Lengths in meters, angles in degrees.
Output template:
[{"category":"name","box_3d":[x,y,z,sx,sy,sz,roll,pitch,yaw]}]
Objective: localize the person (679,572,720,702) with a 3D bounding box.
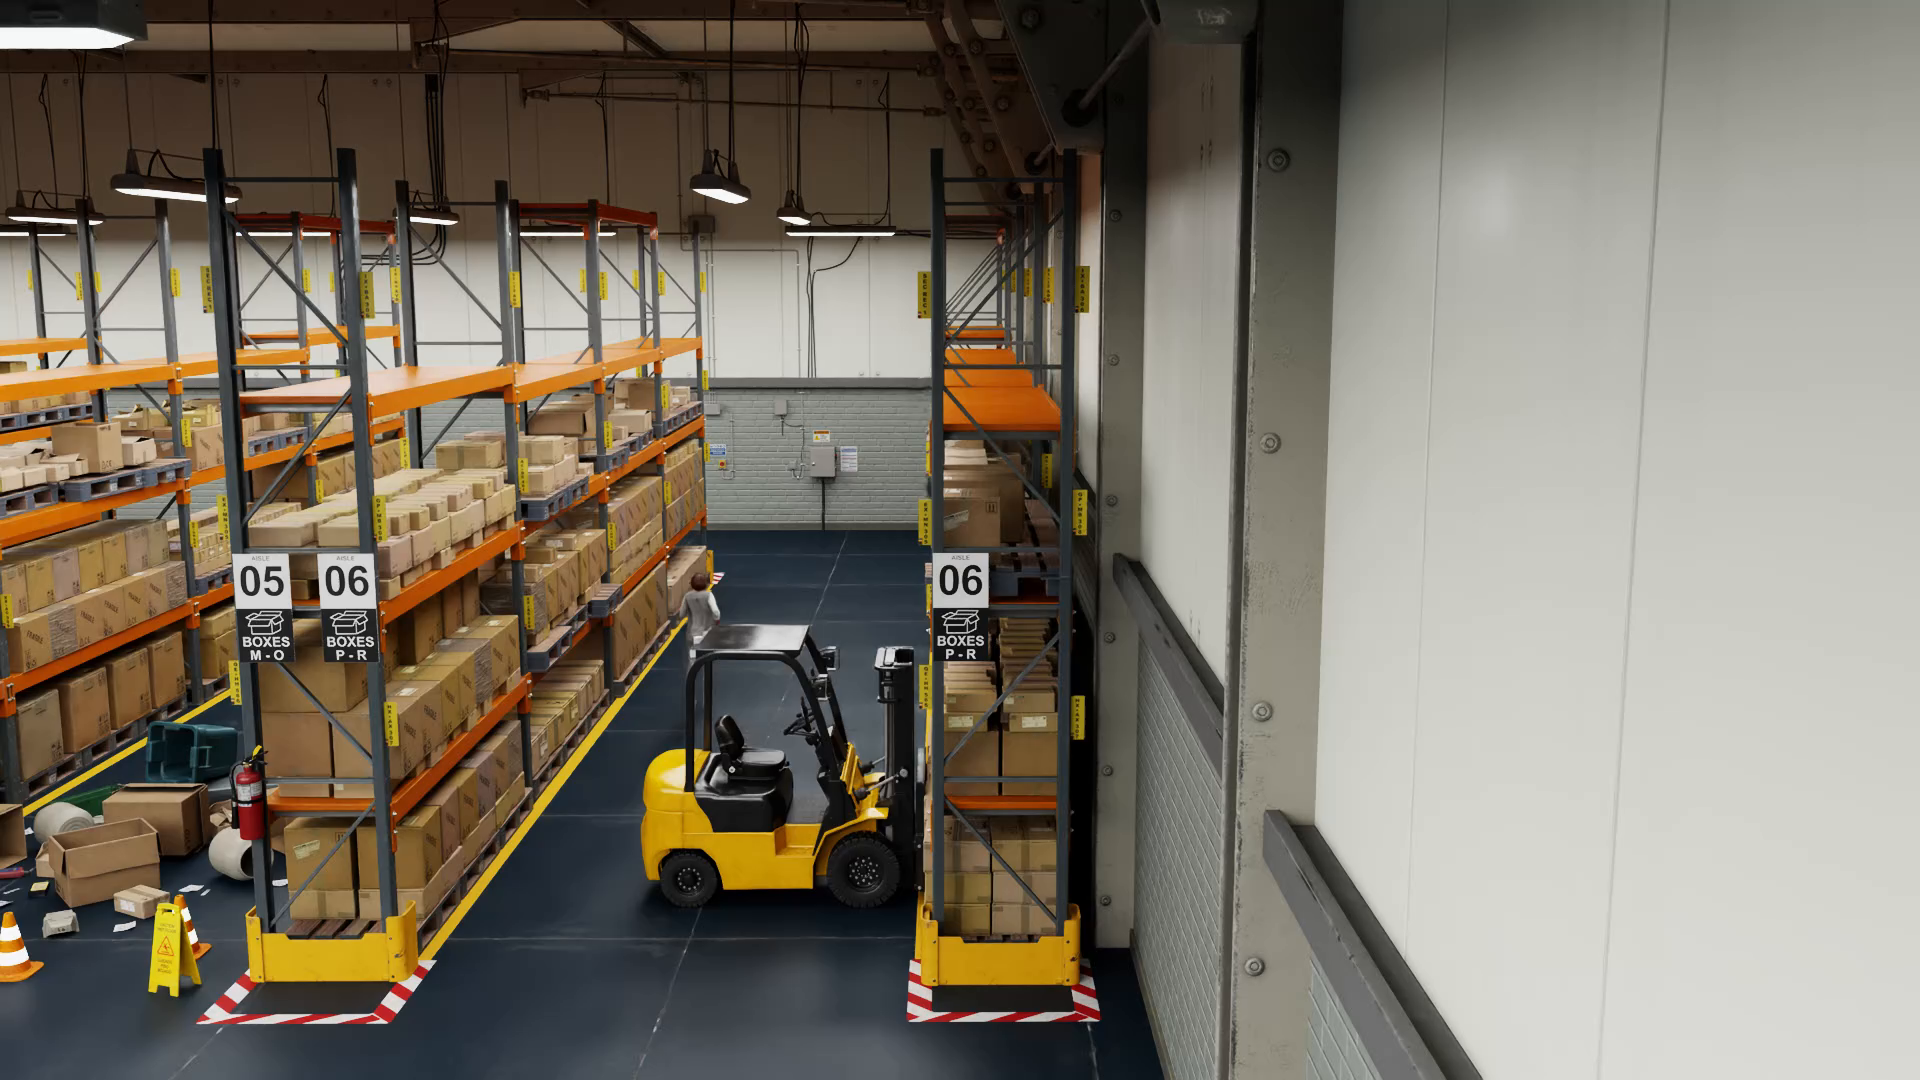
[{"category":"person","box_3d":[-3.118,1.158,20.004,0.534,1.511,0.891,0,9,1]}]
